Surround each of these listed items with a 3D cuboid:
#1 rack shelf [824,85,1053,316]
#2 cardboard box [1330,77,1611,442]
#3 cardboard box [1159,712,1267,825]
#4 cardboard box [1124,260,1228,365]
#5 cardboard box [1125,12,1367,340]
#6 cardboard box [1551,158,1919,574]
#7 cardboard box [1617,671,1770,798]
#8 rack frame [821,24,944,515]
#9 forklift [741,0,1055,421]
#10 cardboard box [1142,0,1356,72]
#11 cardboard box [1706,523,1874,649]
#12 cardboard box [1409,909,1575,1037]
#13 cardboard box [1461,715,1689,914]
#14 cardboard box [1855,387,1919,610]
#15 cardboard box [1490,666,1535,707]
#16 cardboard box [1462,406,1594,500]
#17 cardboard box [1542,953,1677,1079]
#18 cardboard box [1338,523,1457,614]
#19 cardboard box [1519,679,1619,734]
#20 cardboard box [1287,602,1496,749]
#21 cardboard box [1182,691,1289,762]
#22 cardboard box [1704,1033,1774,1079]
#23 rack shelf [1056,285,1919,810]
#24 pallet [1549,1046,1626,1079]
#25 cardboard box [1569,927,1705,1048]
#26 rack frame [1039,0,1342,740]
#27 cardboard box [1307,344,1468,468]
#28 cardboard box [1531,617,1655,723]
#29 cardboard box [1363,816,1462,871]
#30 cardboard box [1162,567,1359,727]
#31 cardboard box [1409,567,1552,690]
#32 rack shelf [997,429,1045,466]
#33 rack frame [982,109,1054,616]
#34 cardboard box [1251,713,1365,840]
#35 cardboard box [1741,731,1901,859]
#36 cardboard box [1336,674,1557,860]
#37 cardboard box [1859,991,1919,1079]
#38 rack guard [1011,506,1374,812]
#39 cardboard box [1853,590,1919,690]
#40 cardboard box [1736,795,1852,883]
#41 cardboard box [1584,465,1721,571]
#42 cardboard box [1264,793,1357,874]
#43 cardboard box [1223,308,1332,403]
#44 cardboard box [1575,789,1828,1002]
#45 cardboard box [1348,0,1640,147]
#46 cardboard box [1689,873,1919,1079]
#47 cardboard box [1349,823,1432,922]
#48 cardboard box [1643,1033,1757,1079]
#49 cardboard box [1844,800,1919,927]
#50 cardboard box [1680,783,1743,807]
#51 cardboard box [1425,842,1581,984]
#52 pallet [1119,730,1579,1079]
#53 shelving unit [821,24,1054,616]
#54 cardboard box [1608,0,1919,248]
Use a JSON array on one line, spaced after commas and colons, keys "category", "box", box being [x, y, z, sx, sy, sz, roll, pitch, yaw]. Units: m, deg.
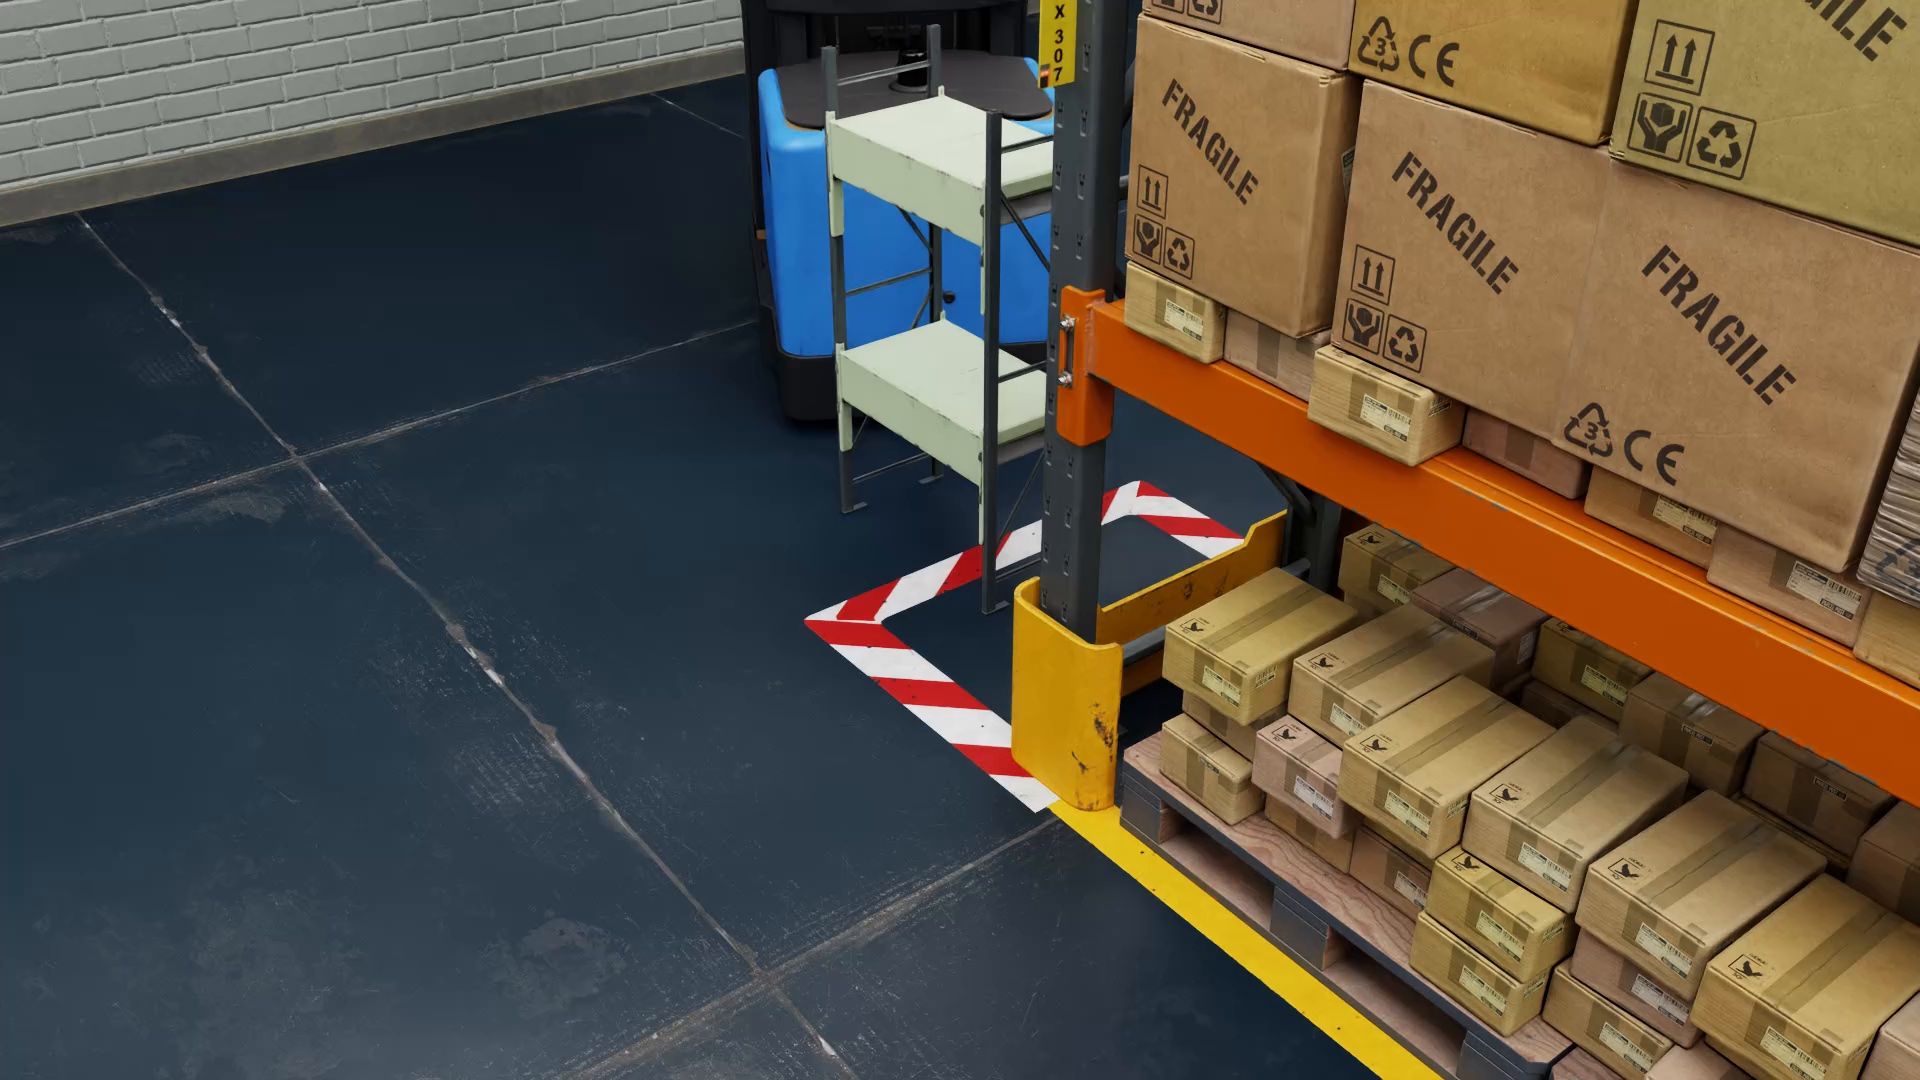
[{"category": "rack shelf", "box": [0.004, -0.966, 4.644, 0.431, 0.370, 0.720, -22, 38, -31]}, {"category": "cardboard box", "box": [1.033, -0.550, 2.916, 0.500, 0.500, 0.500, -22, 38, -31]}, {"category": "cardboard box", "box": [0.696, 0.482, 3.935, 0.380, 0.149, 0.250, -21, 38, -30]}, {"category": "cardboard box", "box": [0.567, -0.525, 3.490, 0.380, 0.149, 0.250, -23, 38, -32]}, {"category": "cardboard box", "box": [0.684, -0.765, 3.262, 0.500, 0.500, 0.500, -20, 37, -29]}, {"category": "cardboard box", "box": [1.323, -0.342, 2.581, 0.500, 0.500, 0.500, -22, 38, -31]}, {"category": "cardboard box", "box": [1.629, 0.364, 3.561, 0.380, 0.149, 0.250, -24, 39, -33]}, {"category": "rack frame", "box": [-0.220, -0.787, 5.095, 0.400, 1.500, 0.023, -22, 38, -31]}, {"category": "forklift", "box": [-0.325, -2.395, 6.389, 1.129, 2.867, 3.031, -5, 32, -7]}, {"category": "cardboard box", "box": [0.693, -1.193, 3.004, 0.500, 0.500, 0.500, -23, 38, -32]}, {"category": "cardboard box", "box": [1.422, -0.006, 2.655, 0.380, 0.149, 0.250, -23, 39, -32]}, {"category": "cardboard box", "box": [1.149, 0.808, 3.411, 0.380, 0.149, 0.250, -22, 38, -31]}, {"category": "cardboard box", "box": [1.215, 0.534, 3.287, 0.380, 0.149, 0.250, -24, 39, -34]}, {"category": "cardboard box", "box": [1.641, -0.132, 2.242, 0.500, 0.500, 0.500, -23, 39, -33]}, {"category": "cardboard box", "box": [1.294, 0.287, 3.966, 0.380, 0.149, 0.250, -23, 39, -32]}, {"category": "cardboard box", "box": [1.146, -0.239, 3.030, 0.380, 0.149, 0.250, -20, 37, -29]}, {"category": "cardboard box", "box": [1.380, 0.883, 3.289, 0.380, 0.149, 0.250, -22, 38, -31]}, {"category": "cardboard box", "box": [1.152, 0.046, 4.073, 0.380, 0.149, 0.250, -22, 38, -31]}, {"category": "cardboard box", "box": [1.496, 0.377, 3.822, 0.380, 0.149, 0.250, -24, 39, -33]}, {"category": "cardboard box", "box": [0.944, 0.311, 3.646, 0.380, 0.149, 0.250, -22, 38, -31]}, {"category": "cardboard box", "box": [0.746, 0.335, 3.890, 0.380, 0.149, 0.250, -21, 37, -29]}, {"category": "cardboard box", "box": [1.598, 0.862, 3.041, 0.380, 0.149, 0.250, -20, 37, -29]}, {"category": "rack shelf", "box": [1.854, 0.266, 2.660, 1.077, 0.370, 4.000, -22, 38, -31]}, {"category": "pallet", "box": [1.888, 1.202, 3.115, 1.003, 0.211, 1.213, -22, 38, -31]}, {"category": "cardboard box", "box": [1.399, 0.763, 3.201, 0.380, 0.149, 0.250, -24, 39, -34]}, {"category": "rack frame", "box": [0.627, -0.873, 3.812, 1.000, 3.000, 0.127, -22, 38, -31]}, {"category": "cardboard box", "box": [0.878, -0.303, 3.133, 0.380, 0.149, 0.250, -23, 39, -33]}, {"category": "cardboard box", "box": [1.520, 0.236, 3.767, 0.380, 0.149, 0.250, -23, 39, -32]}, {"category": "cardboard box", "box": [1.089, 0.541, 3.559, 0.380, 0.149, 0.250, -22, 38, -31]}, {"category": "cardboard box", "box": [0.680, 0.235, 3.768, 0.380, 0.149, 0.250, -24, 39, -33]}, {"category": "cardboard box", "box": [1.261, 0.169, 3.875, 0.380, 0.149, 0.250, -21, 38, -30]}, {"category": "rack shelf", "box": [0.004, -0.418, 4.984, 0.332, 0.071, 0.664, -22, 38, -31]}, {"category": "rack frame", "box": [0.229, -0.482, 4.604, 0.400, 1.500, 0.023, -22, 38, -31]}, {"category": "cardboard box", "box": [0.869, 0.467, 3.677, 0.380, 0.149, 0.250, -22, 38, -32]}, {"category": "cardboard box", "box": [1.837, 0.458, 3.409, 0.380, 0.149, 0.250, -21, 37, -30]}, {"category": "cardboard box", "box": [0.998, 0.458, 3.410, 0.380, 0.149, 0.250, -22, 38, -32]}, {"category": "cardboard box", "box": [1.733, 0.851, 2.776, 0.380, 0.149, 0.250, -22, 38, -31]}, {"category": "rack guard", "box": [0.674, 0.221, 4.421, 1.175, 0.500, 0.348, -22, 38, -31]}, {"category": "cardboard box", "box": [1.564, 0.109, 2.470, 0.380, 0.149, 0.250, -21, 37, -30]}, {"category": "cardboard box", "box": [1.824, 0.589, 3.481, 0.380, 0.149, 0.250, -22, 38, -31]}, {"category": "cardboard box", "box": [1.293, -0.118, 2.835, 0.380, 0.149, 0.250, -23, 38, -32]}, {"category": "cardboard box", "box": [0.921, 0.564, 3.802, 0.380, 0.149, 0.250, -22, 38, -32]}, {"category": "cardboard box", "box": [0.756, -0.432, 3.341, 0.380, 0.149, 0.250, -21, 37, -30]}, {"category": "cardboard box", "box": [1.378, 0.653, 3.096, 0.380, 0.149, 0.250, -21, 37, -30]}, {"category": "cardboard box", "box": [1.007, -0.985, 2.669, 0.500, 0.500, 0.500, -21, 38, -30]}, {"category": "cardboard box", "box": [1.503, 0.777, 2.895, 0.380, 0.149, 0.250, -22, 38, -31]}, {"category": "cardboard box", "box": [1.079, 0.666, 3.639, 0.380, 0.149, 0.250, -22, 38, -31]}, {"category": "cardboard box", "box": [1.465, 1.015, 3.077, 0.380, 0.149, 0.250, -24, 39, -34]}, {"category": "cardboard box", "box": [1.911, 0.604, 3.175, 0.380, 0.149, 0.250, -24, 39, -33]}, {"category": "cardboard box", "box": [1.580, 0.522, 3.588, 0.380, 0.149, 0.250, -23, 38, -32]}, {"category": "cardboard box", "box": [1.161, 0.683, 3.330, 0.380, 0.149, 0.250, -21, 38, -30]}, {"category": "pallet", "box": [1.144, 0.693, 3.933, 1.003, 0.211, 1.213, -22, 38, -31]}, {"category": "shelving unit", "box": [0.004, -0.634, 4.850, 0.431, 1.500, 0.755, -22, 38, -31]}, {"category": "cardboard box", "box": [1.309, -0.761, 2.308, 0.500, 0.500, 0.500, -23, 39, -32]}]
